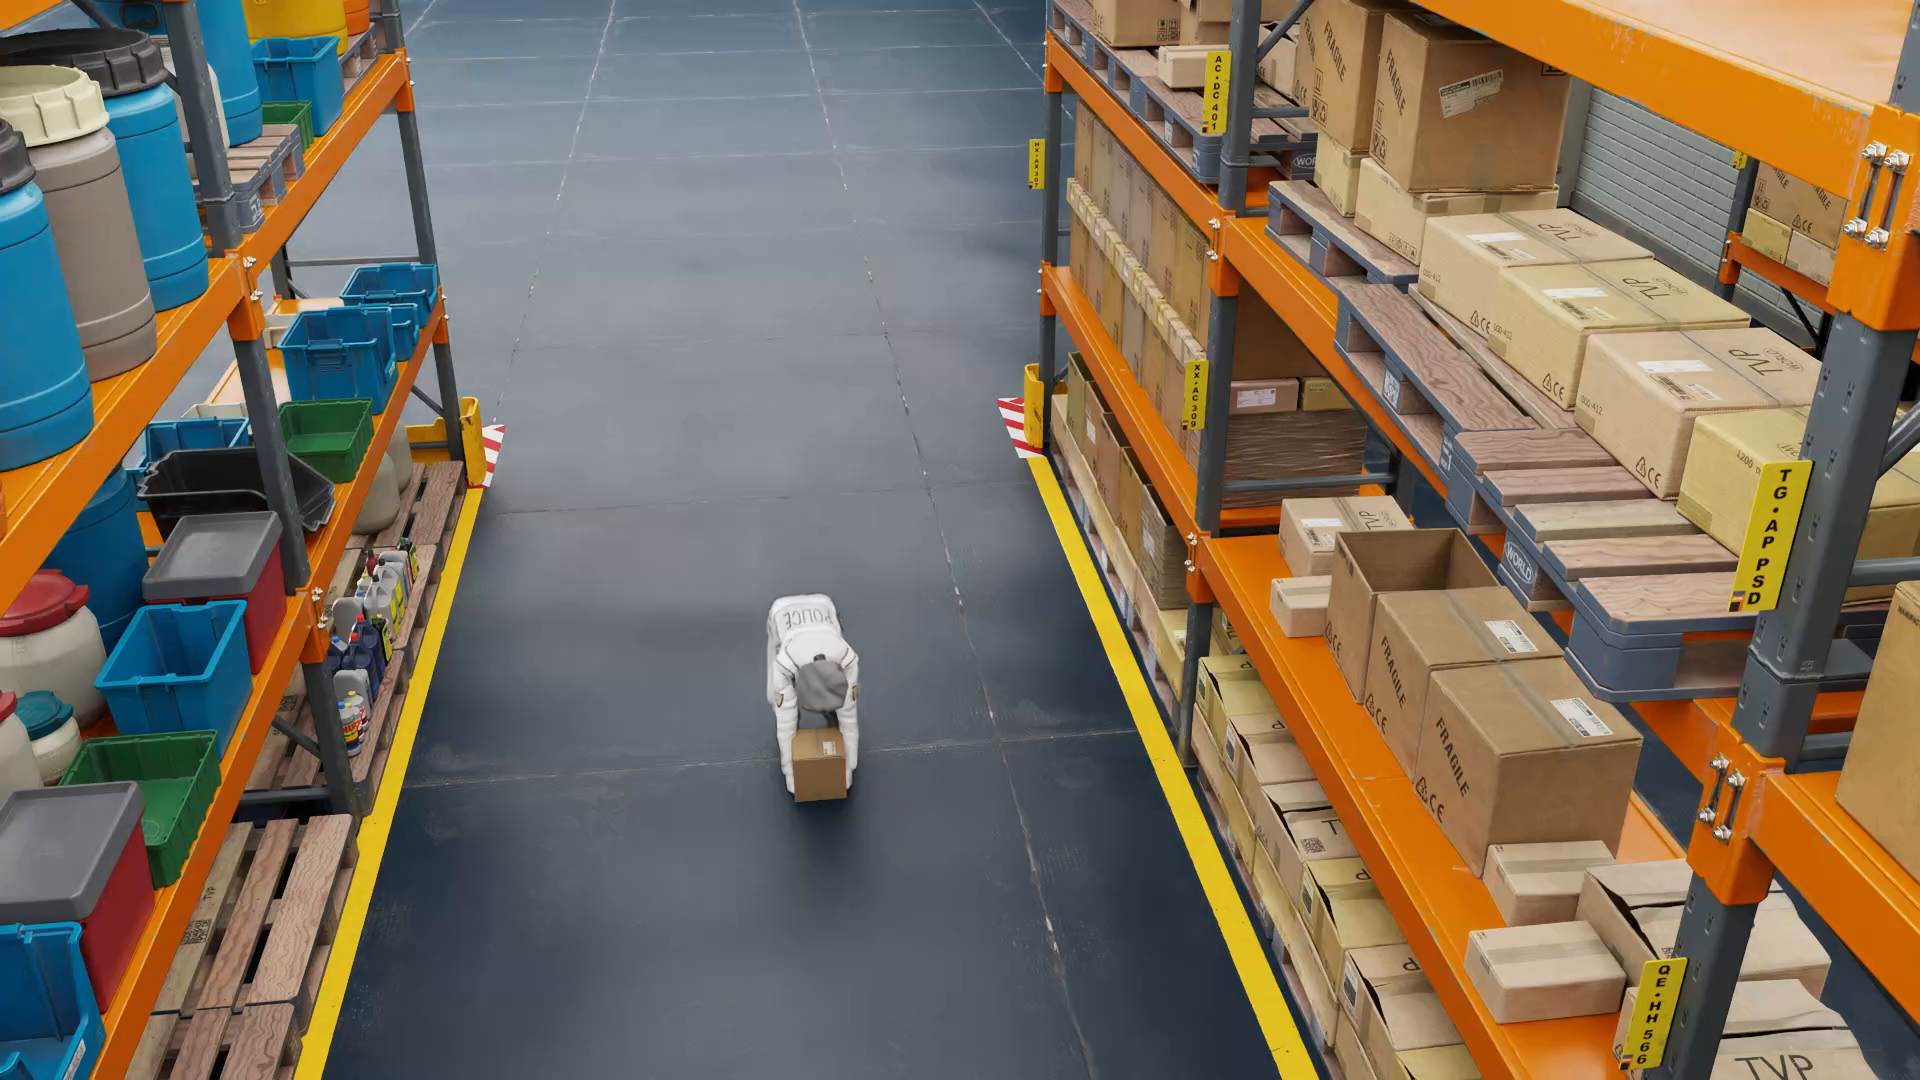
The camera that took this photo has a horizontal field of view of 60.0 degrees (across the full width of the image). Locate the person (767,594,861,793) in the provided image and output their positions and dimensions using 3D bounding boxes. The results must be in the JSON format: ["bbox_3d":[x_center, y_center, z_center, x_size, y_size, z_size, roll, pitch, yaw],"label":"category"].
[{"bbox_3d":[-0.723,0.737,8.211,0.459,0.760,0.914,-4,28,-9],"label":"person"}]
